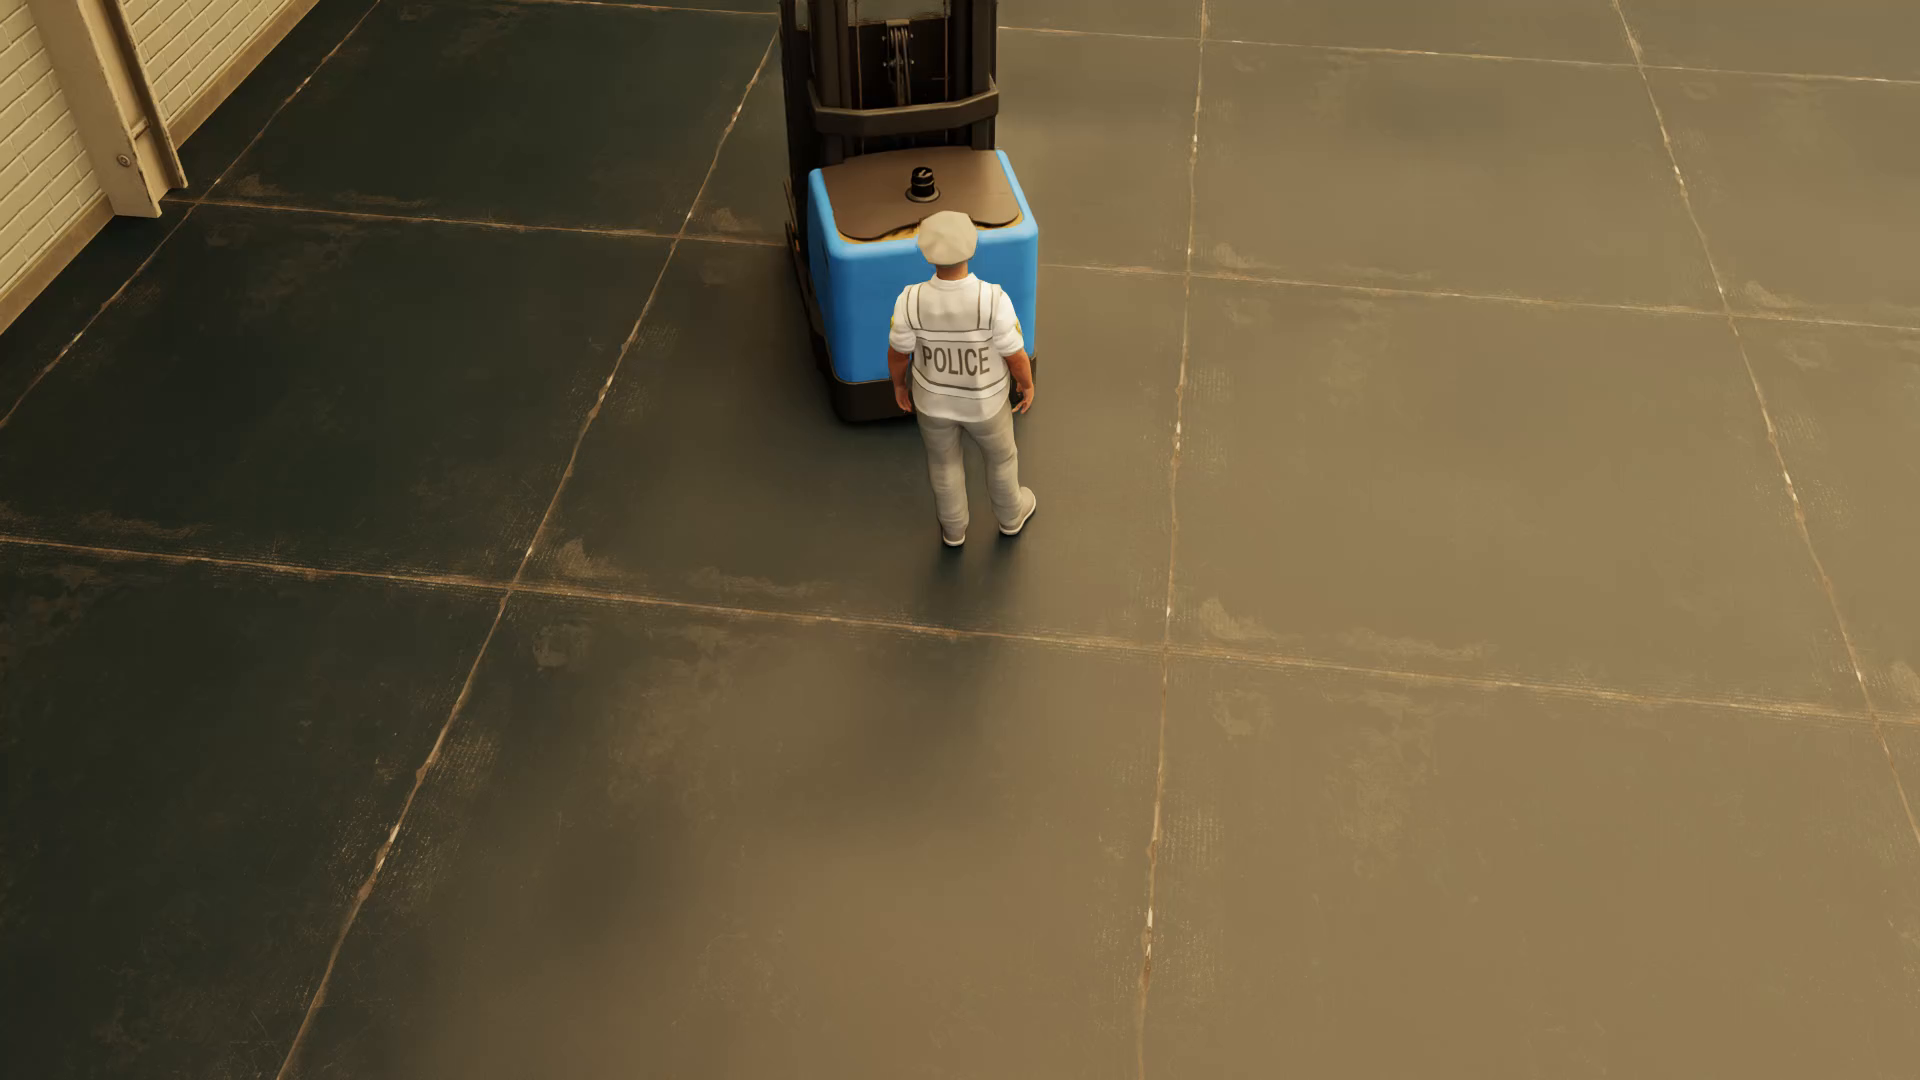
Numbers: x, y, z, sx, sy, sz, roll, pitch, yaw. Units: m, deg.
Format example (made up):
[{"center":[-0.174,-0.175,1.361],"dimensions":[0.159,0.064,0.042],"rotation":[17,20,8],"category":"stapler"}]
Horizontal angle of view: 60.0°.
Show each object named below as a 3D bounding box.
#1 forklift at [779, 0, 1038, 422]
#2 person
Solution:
[{"center":[-0.404,-2.689,8.651],"dimensions":[1.130,2.935,3.031],"rotation":[-8,43,-8],"category":"forklift"},{"center":[0.022,-0.712,7.338],"dimensions":[0.640,1.781,0.575],"rotation":[5,43,6],"category":"person"}]
